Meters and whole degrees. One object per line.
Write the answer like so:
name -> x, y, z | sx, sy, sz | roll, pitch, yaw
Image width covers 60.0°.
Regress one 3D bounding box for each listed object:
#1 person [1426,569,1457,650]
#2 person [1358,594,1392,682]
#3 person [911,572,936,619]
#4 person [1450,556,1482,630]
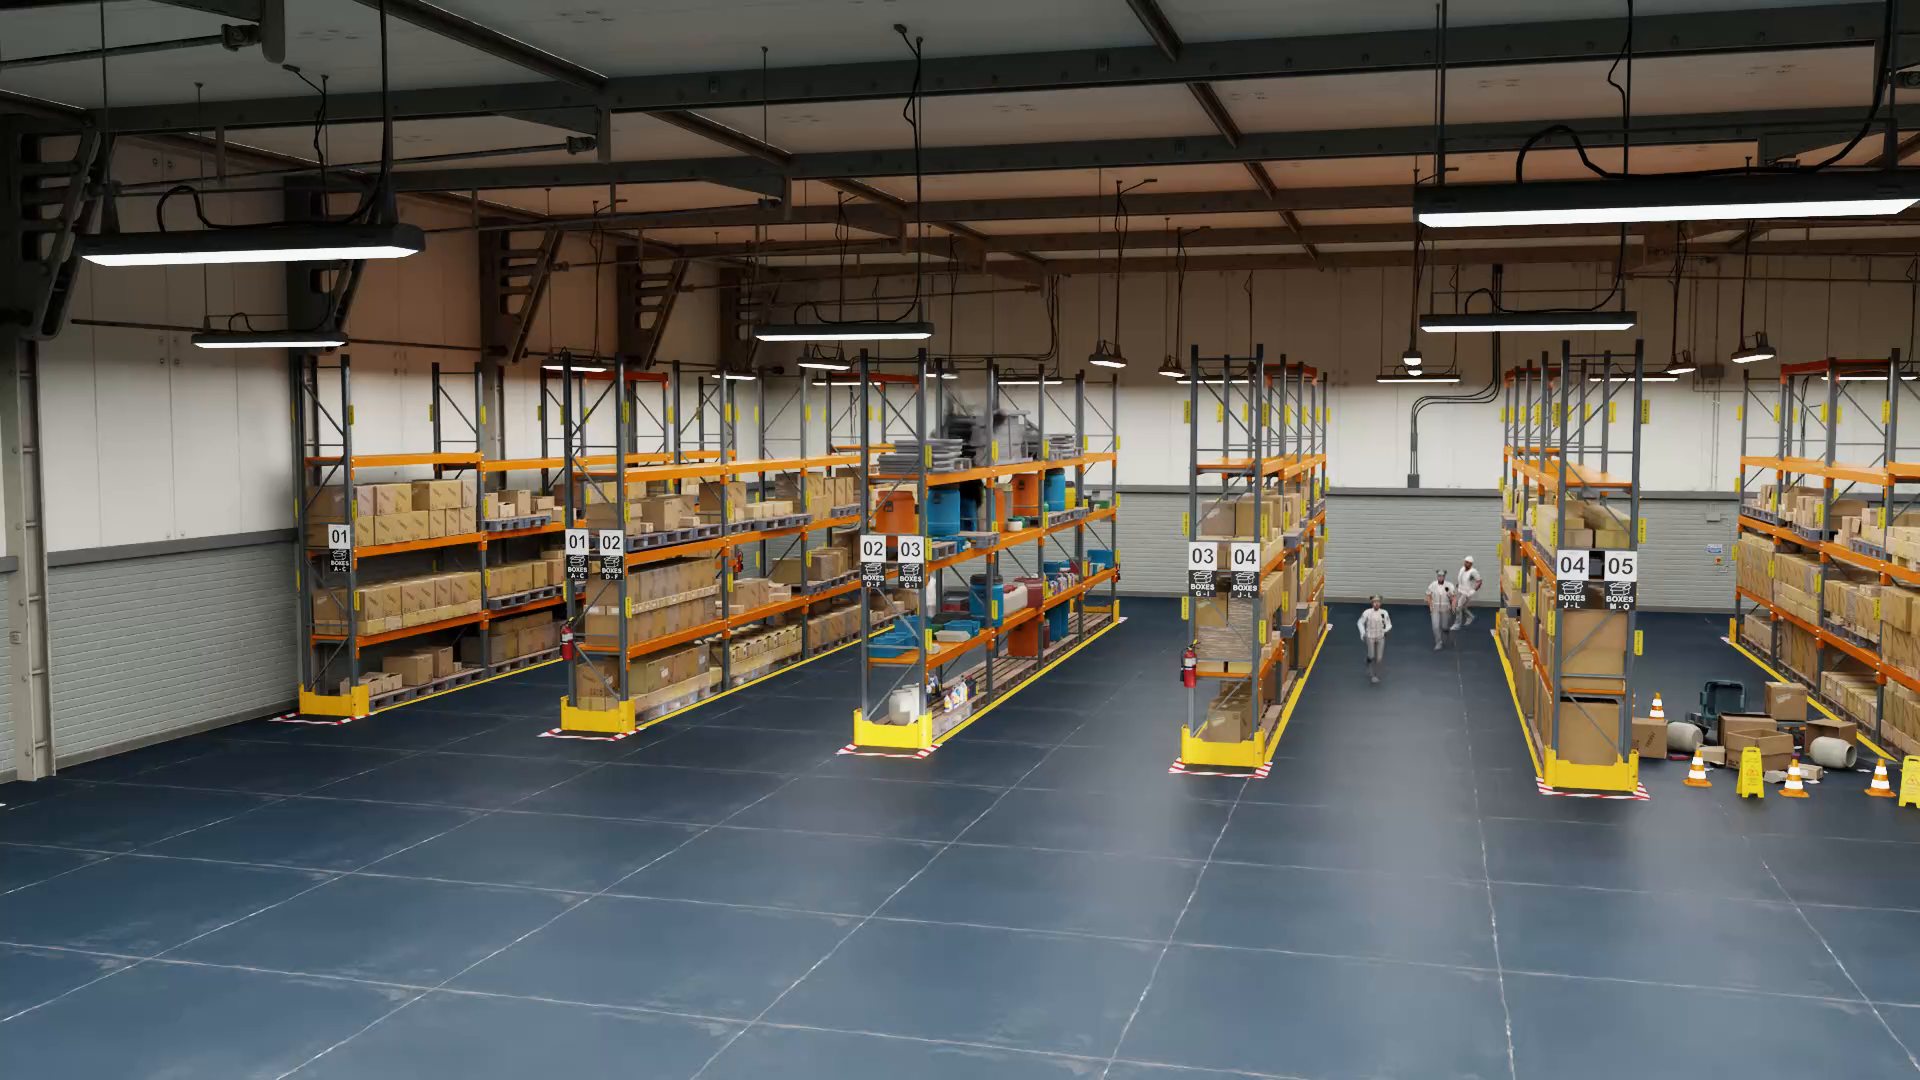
person -> 10.337, 1.480, 35.723 | 0.645, 1.721, 0.636 | 2, 5, 21
person -> 7.783, 1.841, 31.159 | 0.608, 1.656, 0.540 | 1, 4, 7
person -> -0.735, 1.430, 35.947 | 0.637, 1.817, 0.711 | 1, 4, 8
person -> 11.795, 1.236, 38.598 | 0.791, 1.745, 0.741 | -2, 5, -21
